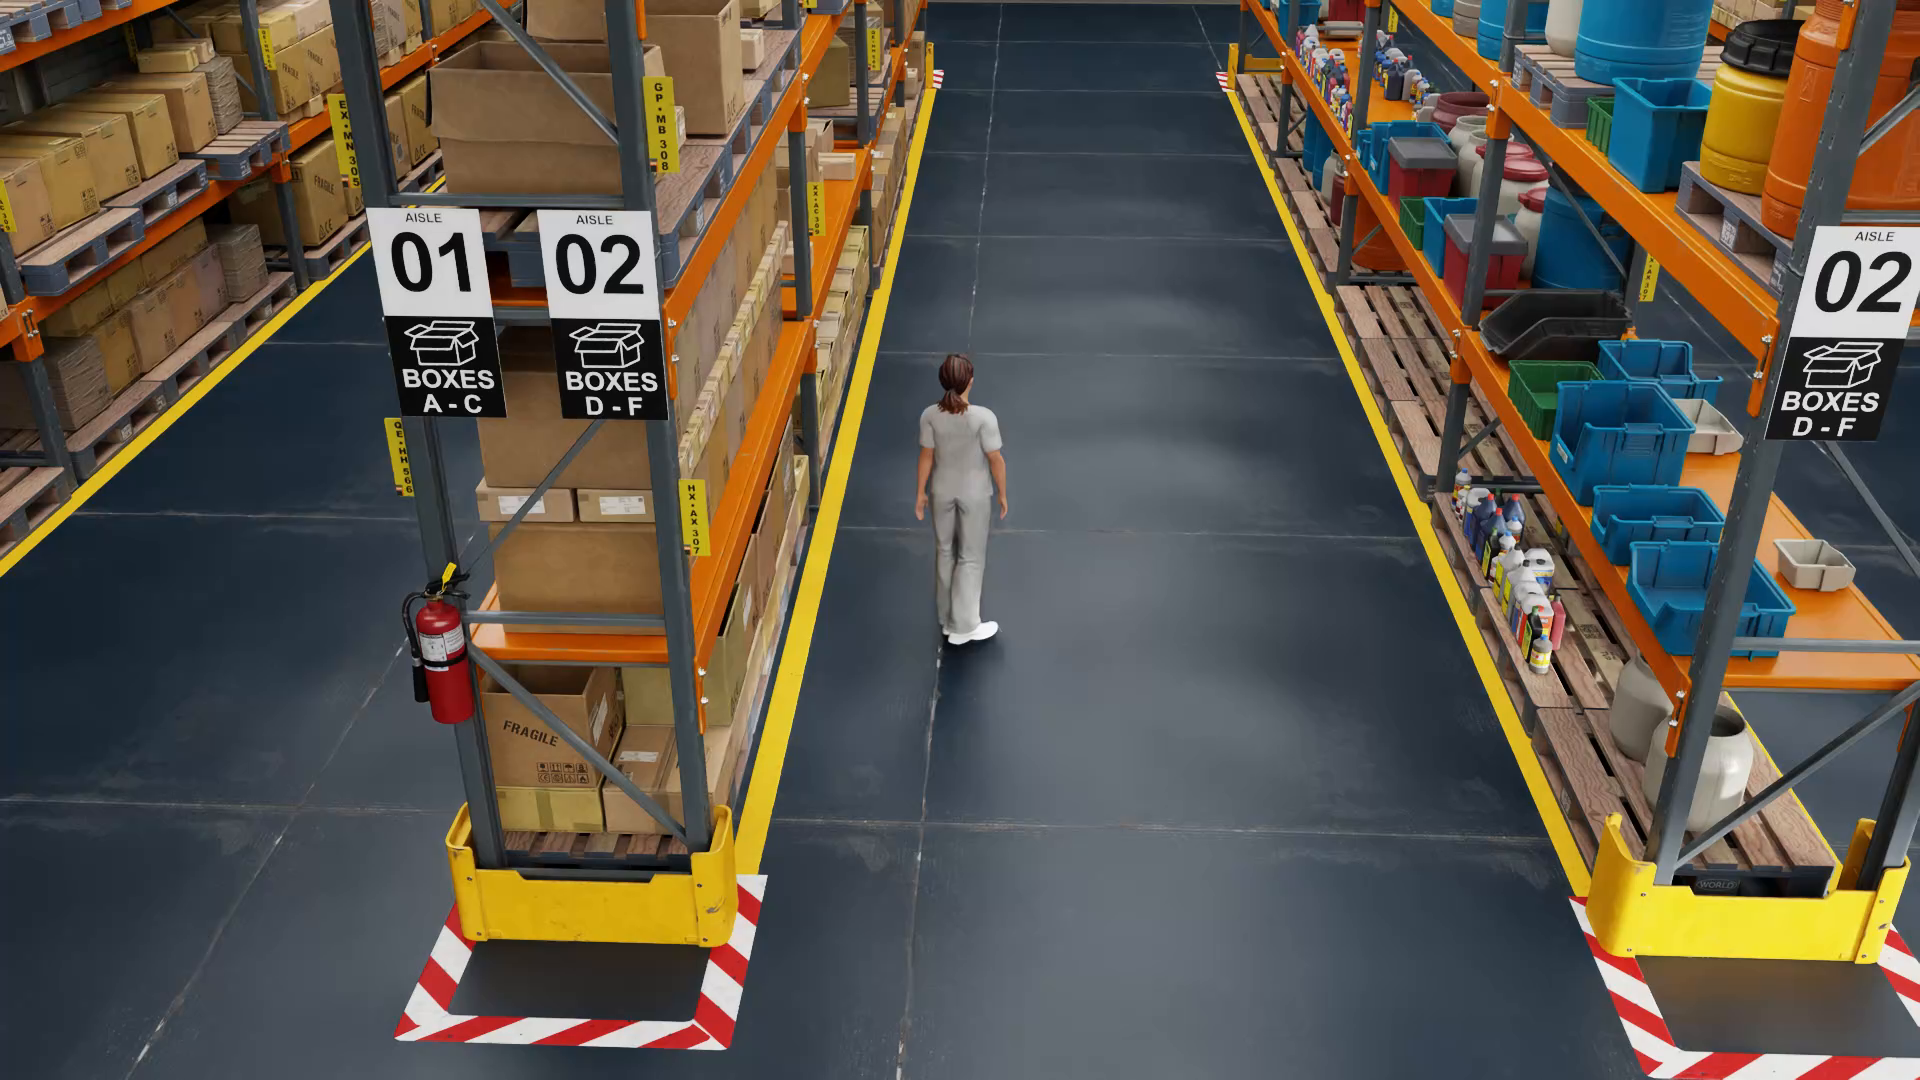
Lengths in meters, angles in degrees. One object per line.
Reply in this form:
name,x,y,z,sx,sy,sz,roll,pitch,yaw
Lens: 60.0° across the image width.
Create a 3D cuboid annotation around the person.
person,0.007,-0.231,9.027,0.494,1.668,0.406,8,29,14
